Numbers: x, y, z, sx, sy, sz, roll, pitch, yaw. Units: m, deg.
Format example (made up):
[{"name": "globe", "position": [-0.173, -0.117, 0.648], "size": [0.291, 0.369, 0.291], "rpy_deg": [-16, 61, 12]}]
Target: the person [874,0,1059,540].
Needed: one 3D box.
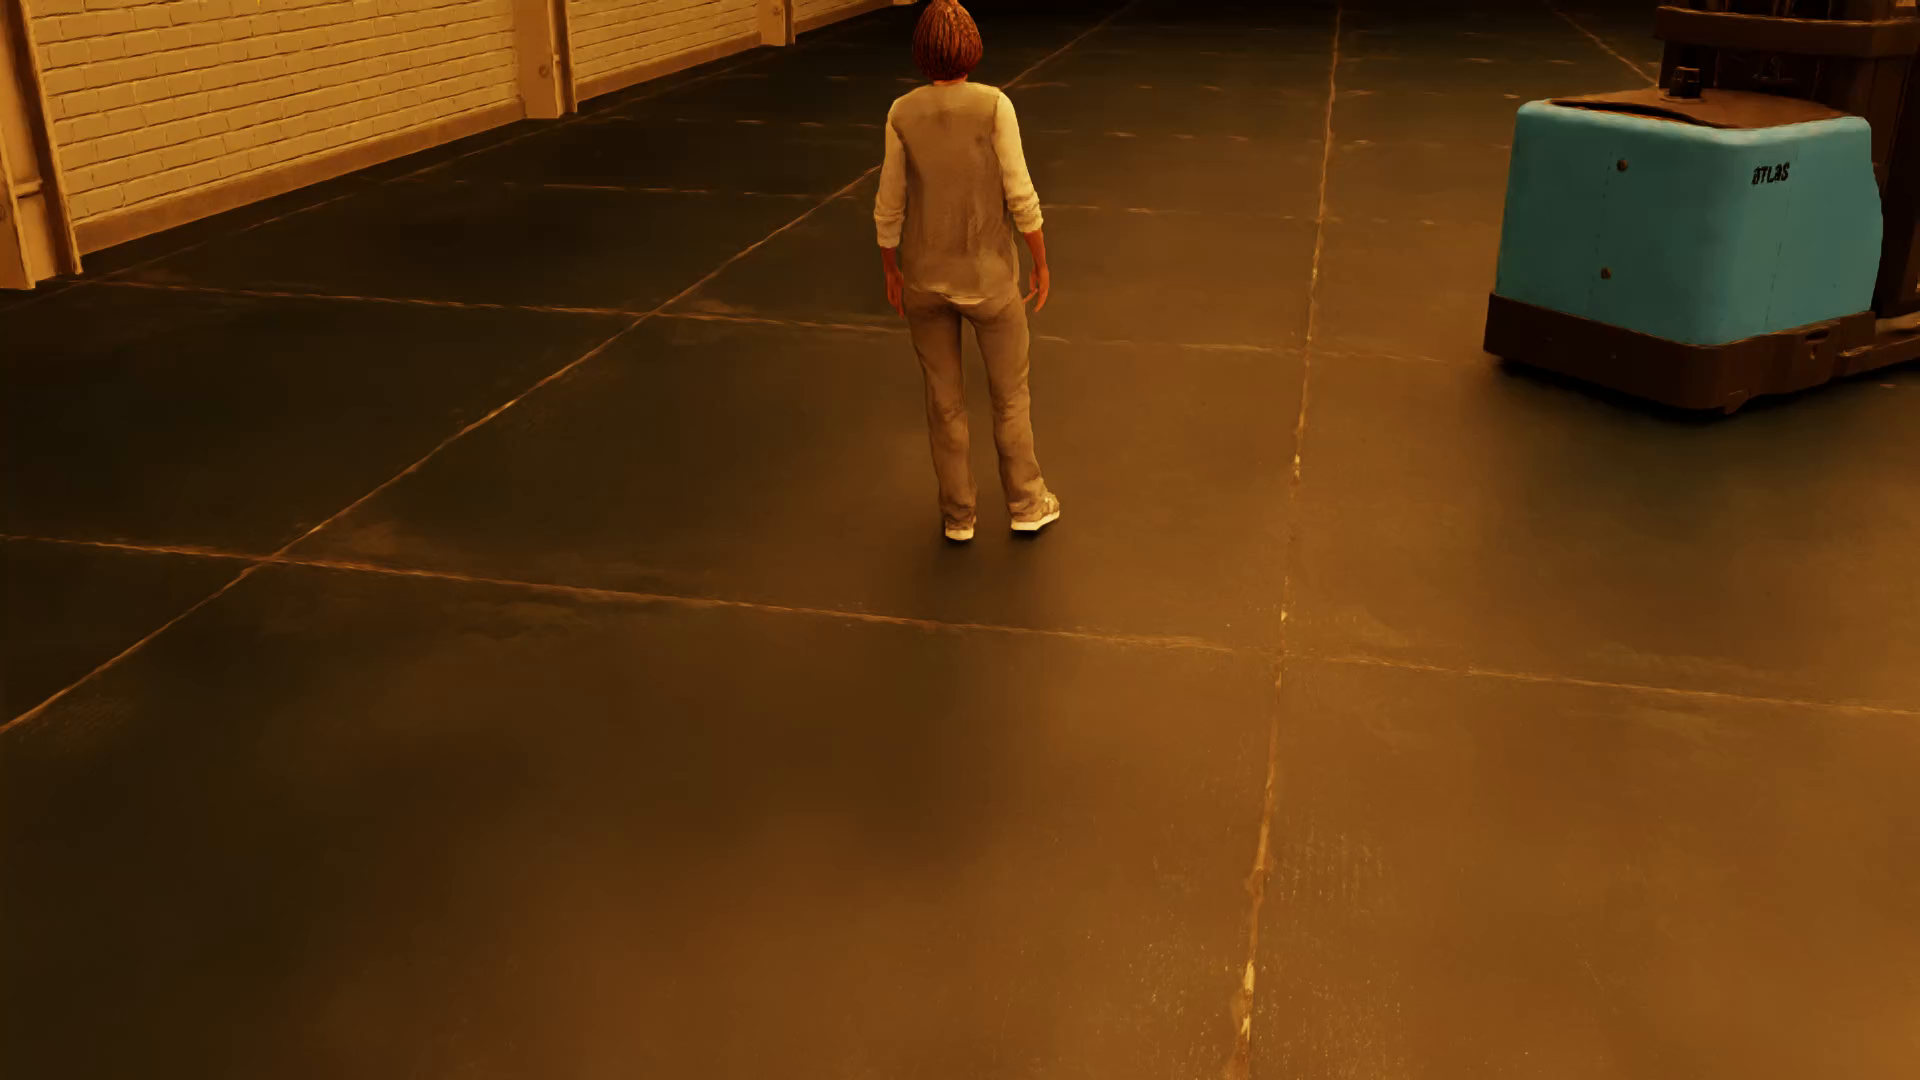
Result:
[{"name": "person", "position": [0.029, -0.772, 4.909], "size": [0.521, 1.597, 0.474], "rpy_deg": [5, 23, 11]}]

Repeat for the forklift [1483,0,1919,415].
[{"name": "forklift", "position": [3.693, -2.230, 6.736], "size": [3.031, 2.935, 1.130], "rpy_deg": [-13, 26, -30]}]
